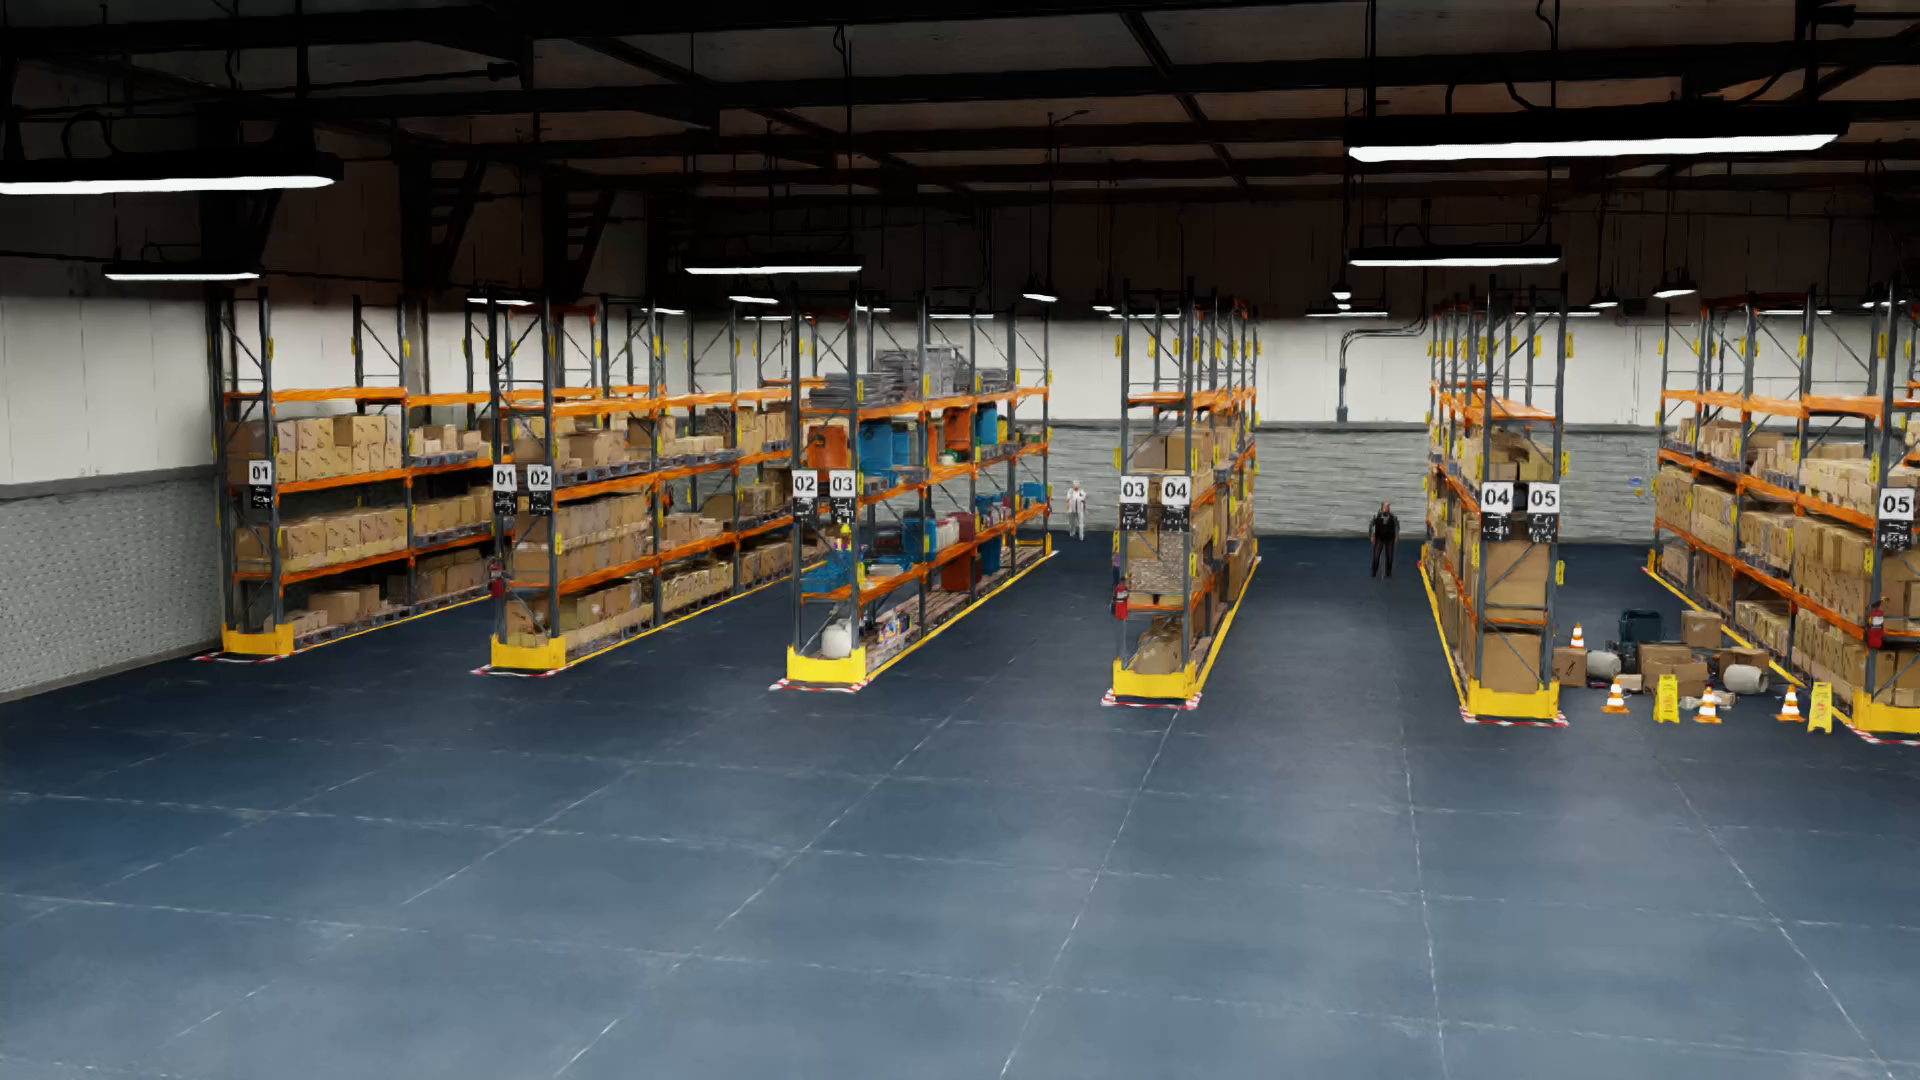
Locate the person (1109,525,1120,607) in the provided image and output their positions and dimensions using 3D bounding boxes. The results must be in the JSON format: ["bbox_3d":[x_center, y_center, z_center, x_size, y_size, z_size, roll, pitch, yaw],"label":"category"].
[{"bbox_3d":[3.059,0.500,32.236,0.448,1.599,0.467,6,9,43],"label":"person"}]

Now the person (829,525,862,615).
[{"bbox_3d":[-2.131,0.548,31.418,0.571,1.689,1.128,1,7,11],"label":"person"}]

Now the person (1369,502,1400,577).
[{"bbox_3d":[9.328,-0.018,36.565,0.677,1.674,0.534,1,7,12],"label":"person"}]

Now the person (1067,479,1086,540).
[{"bbox_3d":[3.047,-0.812,43.646,0.505,1.580,1.063,0,7,4],"label":"person"}]
